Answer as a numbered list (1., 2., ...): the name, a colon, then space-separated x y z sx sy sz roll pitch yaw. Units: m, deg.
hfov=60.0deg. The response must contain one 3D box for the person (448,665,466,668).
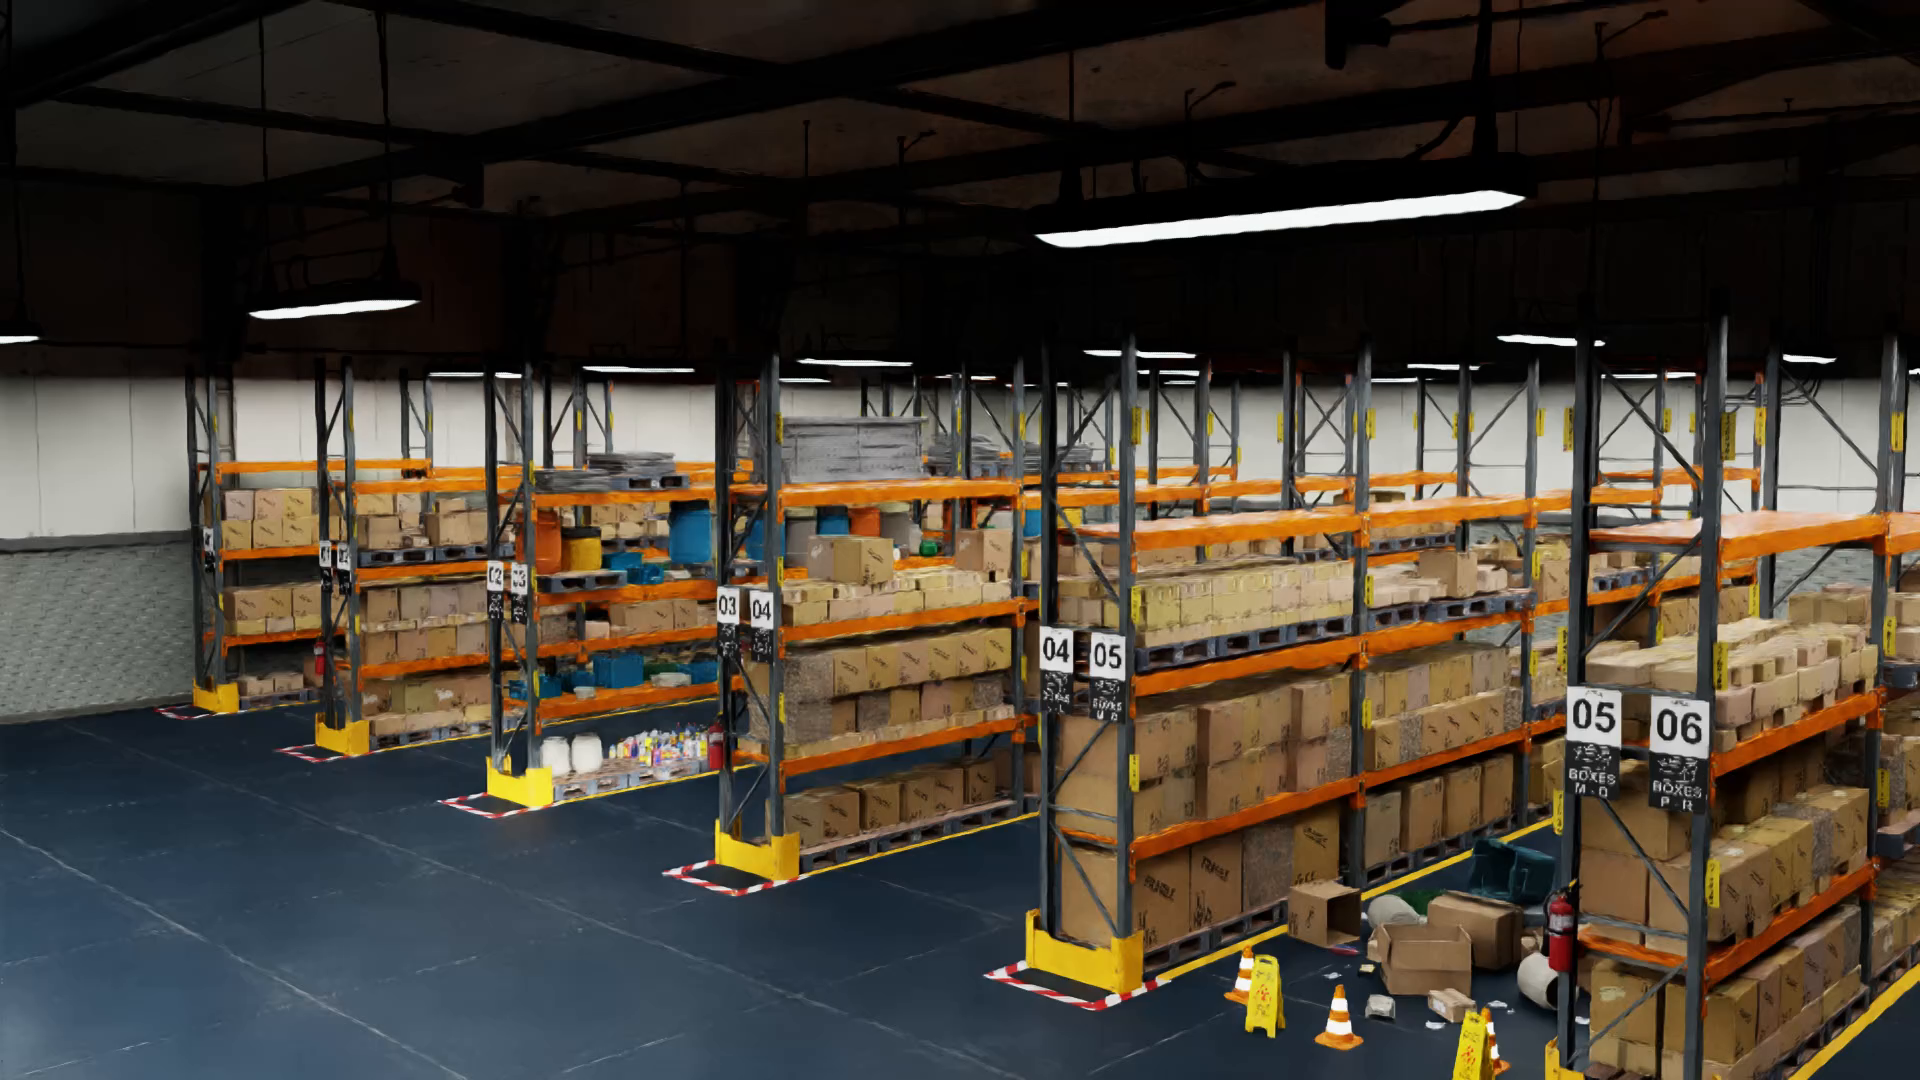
1. person: -9.251 1.911 30.599 0.477 1.789 0.634 1 5 18

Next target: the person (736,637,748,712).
1. person: -3.474 2.311 26.504 0.890 1.632 0.474 -2 5 -29
